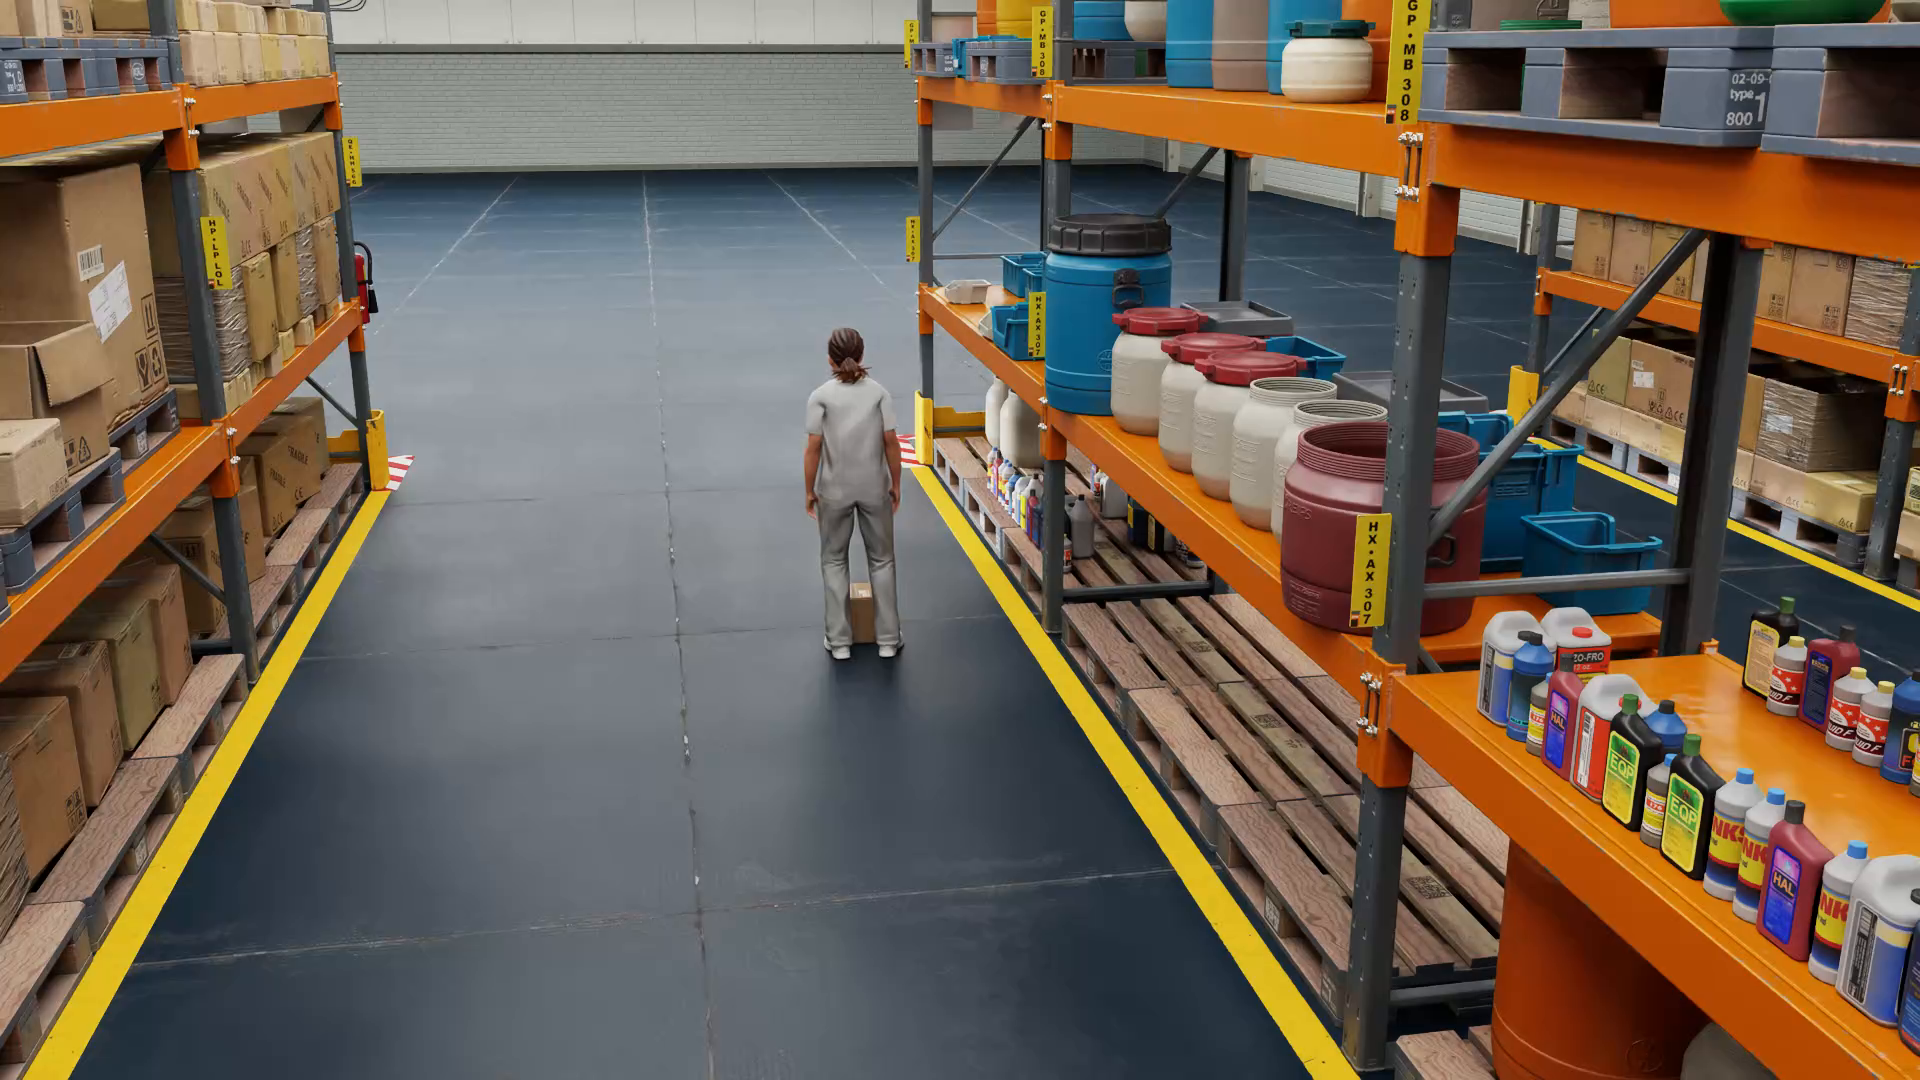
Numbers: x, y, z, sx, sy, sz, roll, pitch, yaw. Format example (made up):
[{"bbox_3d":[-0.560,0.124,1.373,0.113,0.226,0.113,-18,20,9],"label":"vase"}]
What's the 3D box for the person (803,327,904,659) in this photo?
[{"bbox_3d":[-0.526,-0.227,8.311,0.508,1.671,0.366,-3,17,-9],"label":"person"}]
